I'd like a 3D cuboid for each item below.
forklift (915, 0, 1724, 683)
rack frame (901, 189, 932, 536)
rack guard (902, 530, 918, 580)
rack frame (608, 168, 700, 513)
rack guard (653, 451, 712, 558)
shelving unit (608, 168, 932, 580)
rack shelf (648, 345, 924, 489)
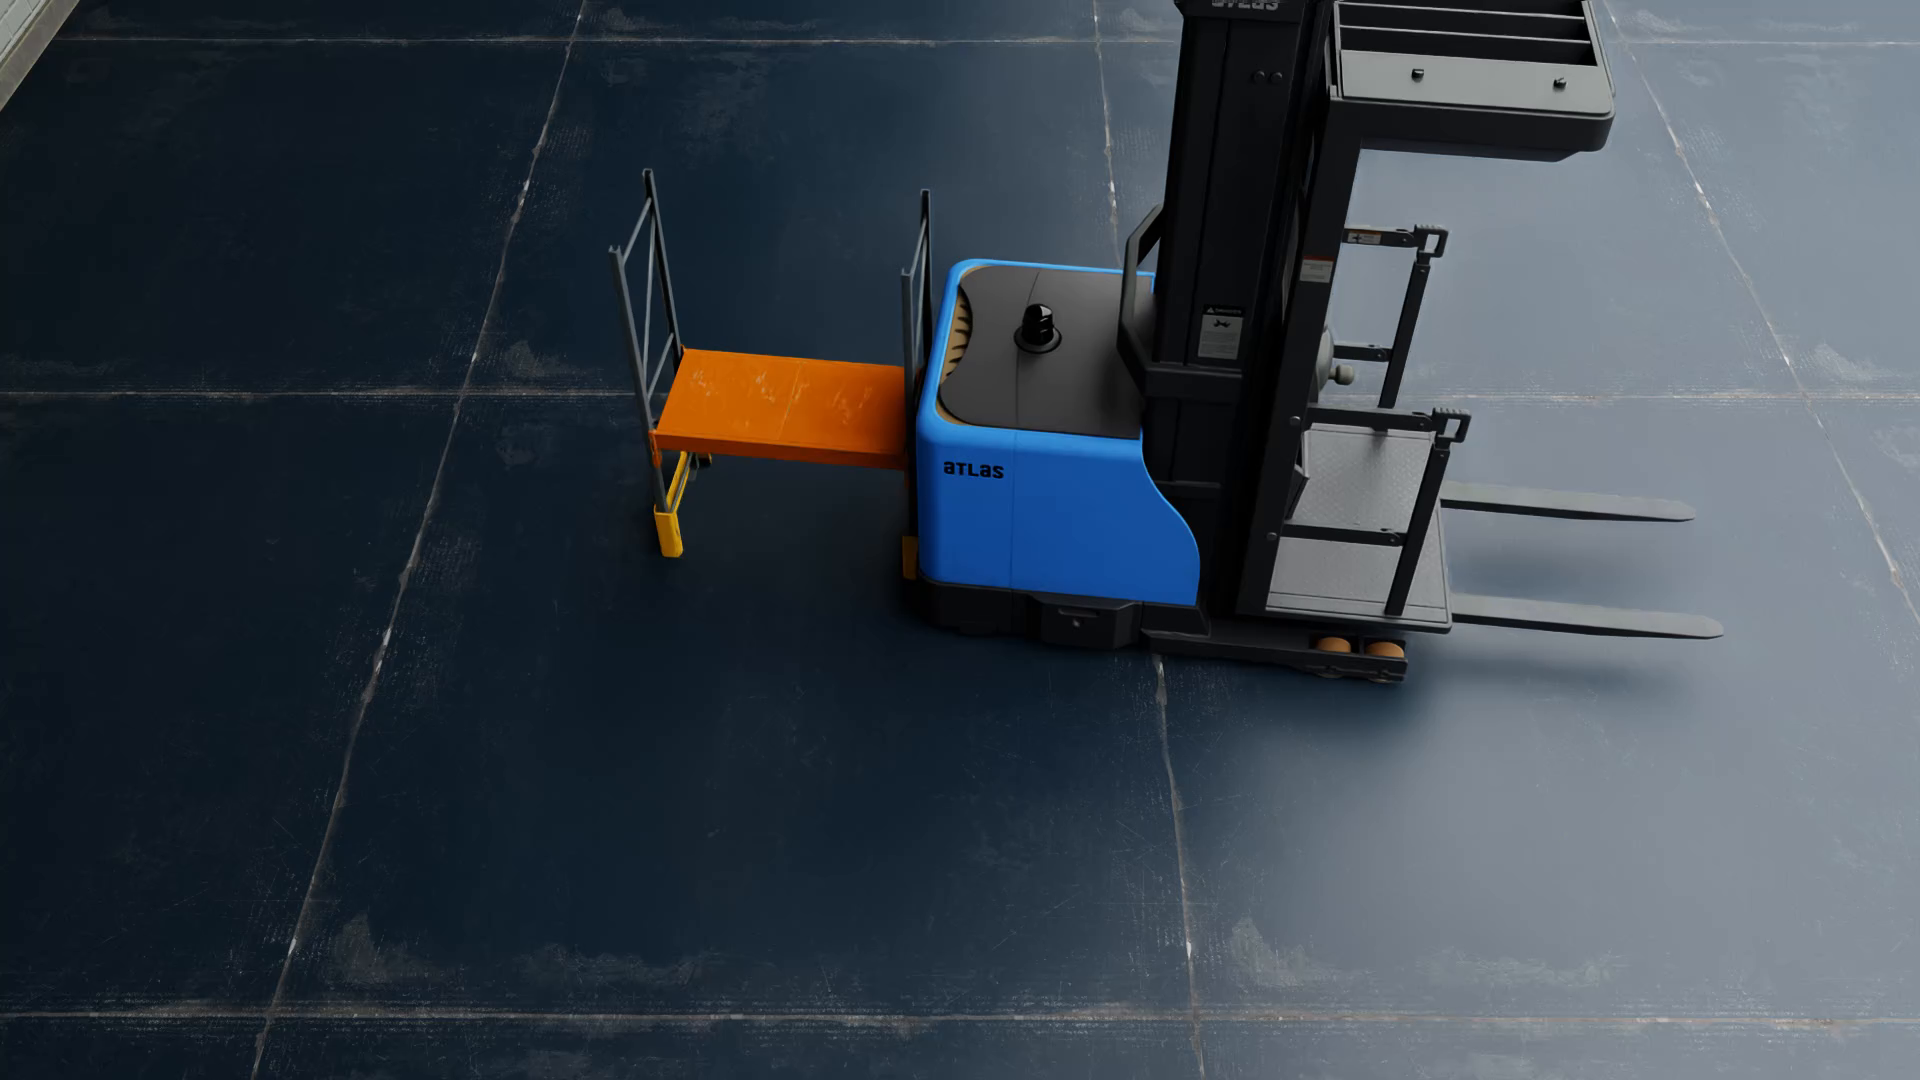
[{"bbox_3d":[1.386,-0.872,5.640,3.031,2.935,1.130,5,47,5],"label":"forklift"},{"bbox_3d":[-0.153,-0.564,6.331,0.032,1.500,0.500,5,47,5],"label":"rack frame"},{"bbox_3d":[-0.154,-0.138,6.789,0.087,0.250,0.587,5,47,5],"label":"rack guard"},{"bbox_3d":[-1.162,-0.656,6.417,0.032,1.500,0.500,5,47,5],"label":"rack frame"},{"bbox_3d":[-1.142,-0.229,6.873,0.087,0.250,0.587,5,47,5],"label":"rack guard"},{"bbox_3d":[-0.648,-0.609,6.373,1.083,1.500,0.587,5,47,5],"label":"shelving unit"},{"bbox_3d":[-0.657,-0.488,6.506,1.000,0.185,0.538,5,47,5],"label":"rack shelf"}]
